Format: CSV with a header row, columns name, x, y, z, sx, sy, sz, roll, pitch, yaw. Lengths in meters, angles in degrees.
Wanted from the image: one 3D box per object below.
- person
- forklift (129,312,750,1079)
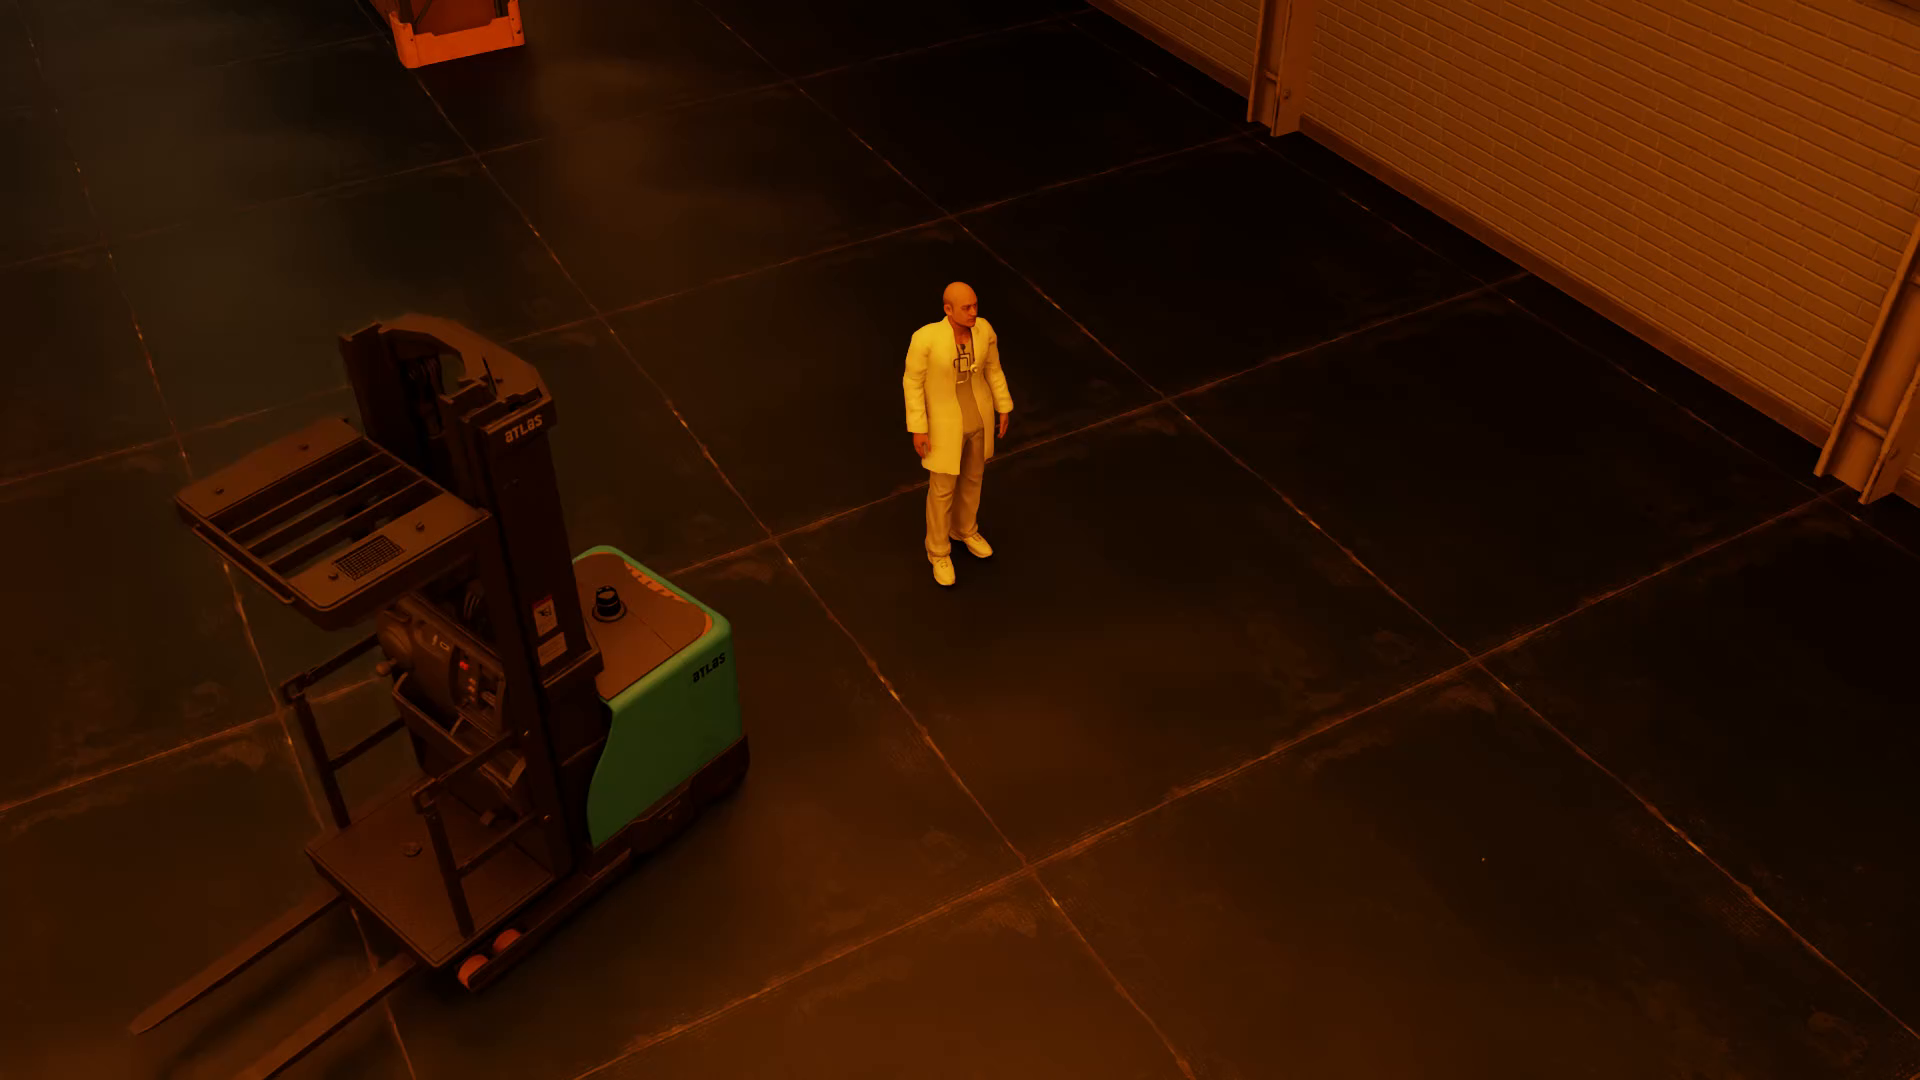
name,x,y,z,sx,sy,sz,roll,pitch,yaw
person,0.041,-0.638,9.698,0.696,1.775,0.581,-20,44,-23
forklift,-2.452,0.612,7.298,1.130,2.935,3.031,29,48,30
